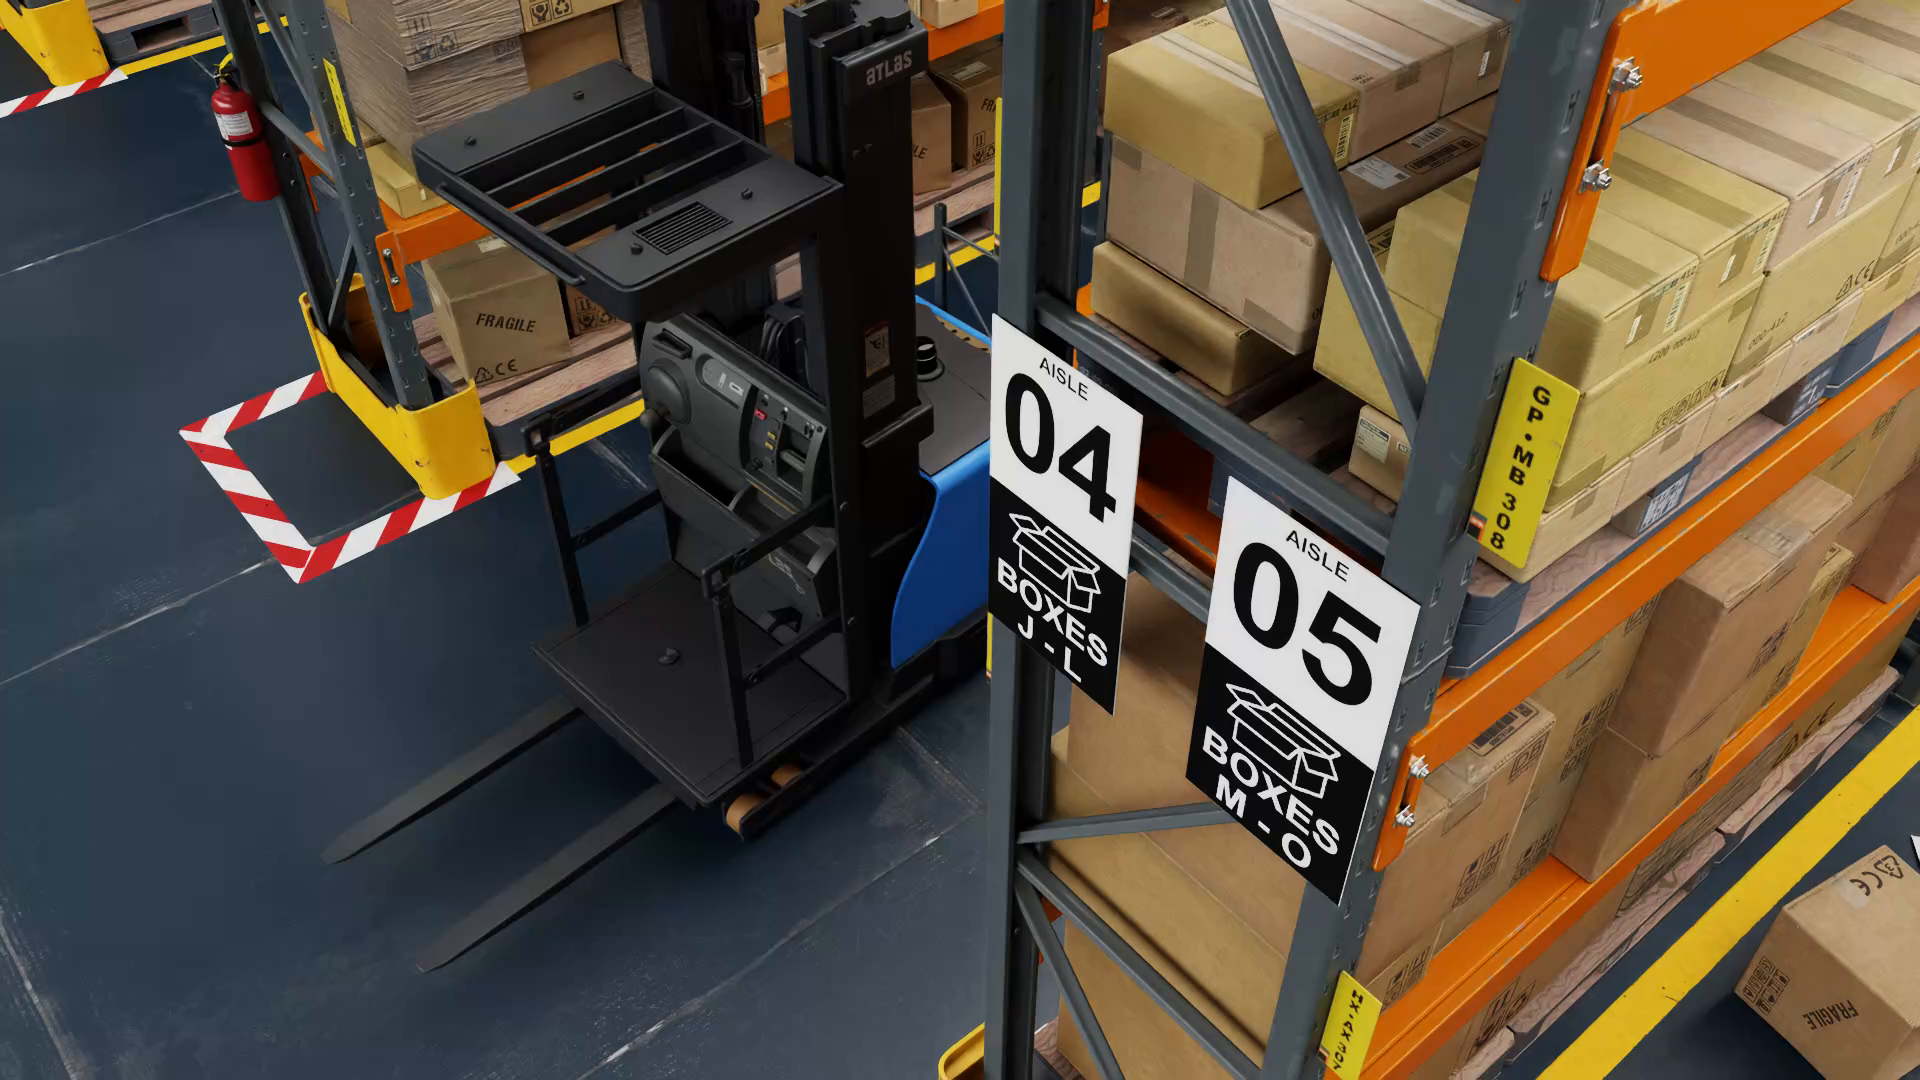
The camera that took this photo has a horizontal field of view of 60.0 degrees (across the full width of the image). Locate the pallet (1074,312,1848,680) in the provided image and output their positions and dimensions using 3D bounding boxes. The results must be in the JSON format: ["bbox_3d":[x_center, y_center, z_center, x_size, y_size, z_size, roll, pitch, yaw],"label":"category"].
[{"bbox_3d":[0.997,-0.348,3.357,1.213,0.211,1.003,-30,51,-28],"label":"pallet"}]

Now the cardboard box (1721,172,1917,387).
[{"bbox_3d":[1.358,-0.593,3.066,0.500,0.250,0.500,-30,51,-28],"label":"cardboard box"}]

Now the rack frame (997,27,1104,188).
[{"bbox_3d":[0.398,-3.362,8.692,0.127,3.000,1.000,-30,51,-28],"label":"rack frame"}]

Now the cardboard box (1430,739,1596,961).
[{"bbox_3d":[1.098,0.550,4.418,0.550,0.550,0.875,-30,51,-28],"label":"cardboard box"}]

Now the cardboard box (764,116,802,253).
[{"bbox_3d":[-0.795,-1.879,8.633,0.500,0.500,0.500,34,53,31],"label":"cardboard box"}]

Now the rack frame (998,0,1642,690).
[{"bbox_3d":[0.435,-1.143,1.947,0.127,3.000,1.000,-30,51,-28],"label":"rack frame"}]

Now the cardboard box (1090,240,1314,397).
[{"bbox_3d":[0.472,-0.471,3.227,0.250,0.149,0.380,-30,51,-28],"label":"cardboard box"}]

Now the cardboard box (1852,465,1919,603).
[{"bbox_3d":[2.820,-0.346,5.371,0.550,0.550,0.875,-30,51,-28],"label":"cardboard box"}]

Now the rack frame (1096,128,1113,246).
[{"bbox_3d":[0.802,-1.150,7.432,0.500,1.500,0.032,34,53,31],"label":"rack frame"}]

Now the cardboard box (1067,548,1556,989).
[{"bbox_3d":[0.744,0.453,3.732,0.550,0.550,0.875,-30,51,-28],"label":"cardboard box"}]

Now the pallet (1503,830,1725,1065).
[{"bbox_3d":[1.933,1.135,5.941,1.213,0.211,1.003,-30,51,-28],"label":"pallet"}]

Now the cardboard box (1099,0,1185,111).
[{"bbox_3d":[0.883,-2.869,9.672,0.500,0.500,0.700,-34,53,-31],"label":"cardboard box"}]

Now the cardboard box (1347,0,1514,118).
[{"bbox_3d":[0.865,-0.985,3.192,0.250,0.149,0.380,-29,50,-27],"label":"cardboard box"}]

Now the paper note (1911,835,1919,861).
[{"bbox_3d":[3.568,1.140,6.067,0.147,0.020,0.142,7,44,7],"label":"paper note"}]

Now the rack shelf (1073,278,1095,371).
[{"bbox_3d":[0.444,-0.772,7.293,0.538,0.185,1.000,34,53,31],"label":"rack shelf"}]

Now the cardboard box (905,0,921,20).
[{"bbox_3d":[-0.403,-2.629,8.096,0.250,0.149,0.380,-30,51,-28],"label":"cardboard box"}]

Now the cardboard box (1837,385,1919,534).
[{"bbox_3d":[2.348,-0.549,4.799,0.550,0.550,0.875,-30,51,-28],"label":"cardboard box"}]

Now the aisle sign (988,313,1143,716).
[{"bbox_3d":[0.188,-0.030,3.245,0.004,0.787,0.394,-30,51,-28],"label":"aisle sign"}]

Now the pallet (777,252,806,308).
[{"bbox_3d":[-1.031,-1.493,8.739,1.213,0.211,1.003,-30,51,-28],"label":"pallet"}]

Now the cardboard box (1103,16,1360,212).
[{"bbox_3d":[0.475,-0.764,2.956,0.250,0.149,0.380,-29,51,-28],"label":"cardboard box"}]

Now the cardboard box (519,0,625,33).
[{"bbox_3d":[-1.685,-2.429,6.678,0.500,0.500,0.500,-30,51,-28],"label":"cardboard box"}]

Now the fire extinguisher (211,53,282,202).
[{"bbox_3d":[-3.053,-1.768,7.052,0.183,0.674,0.296,-30,51,-28],"label":"fire extinguisher"}]

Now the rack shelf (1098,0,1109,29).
[{"bbox_3d":[1.932,-3.978,9.874,4.000,0.370,1.077,-30,51,-28],"label":"rack shelf"}]

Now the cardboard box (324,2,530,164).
[{"bbox_3d":[-2.230,-1.977,6.927,0.500,0.500,0.875,-30,51,-28],"label":"cardboard box"}]

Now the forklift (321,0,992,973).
[{"bbox_3d":[-0.932,-0.379,5.566,1.130,2.935,3.031,34,53,31],"label":"forklift"}]

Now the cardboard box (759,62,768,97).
[{"bbox_3d":[-1.086,-2.121,7.555,0.250,0.149,0.380,-30,51,-28],"label":"cardboard box"}]

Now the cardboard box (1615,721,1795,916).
[{"bbox_3d":[2.287,0.546,5.776,0.875,0.875,0.875,-29,51,-28],"label":"cardboard box"}]

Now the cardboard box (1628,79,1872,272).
[{"bbox_3d":[1.284,-0.639,2.824,0.250,0.149,0.380,-30,51,-28],"label":"cardboard box"}]

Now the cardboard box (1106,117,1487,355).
[{"bbox_3d":[0.631,-0.654,3.131,0.500,0.250,0.500,-29,50,-27],"label":"cardboard box"}]

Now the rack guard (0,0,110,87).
[{"bbox_3d":[-5.820,-3.353,10.508,0.348,0.500,1.175,-30,51,-28],"label":"rack guard"}]

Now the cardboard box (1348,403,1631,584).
[{"bbox_3d":[0.904,-0.129,2.863,0.250,0.149,0.380,-29,51,-28],"label":"cardboard box"}]

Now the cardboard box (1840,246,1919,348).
[{"bbox_3d":[1.678,-0.573,3.335,0.250,0.149,0.380,-30,51,-28],"label":"cardboard box"}]

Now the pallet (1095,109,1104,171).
[{"bbox_3d":[0.994,-2.688,10.012,1.213,0.211,1.003,-30,51,-28],"label":"pallet"}]

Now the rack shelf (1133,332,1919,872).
[{"bbox_3d":[1.969,-0.665,4.155,4.000,0.370,1.077,-30,51,-28],"label":"rack shelf"}]

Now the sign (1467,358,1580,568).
[{"bbox_3d":[0.786,-0.103,2.334,0.005,0.325,0.100,-30,51,-28],"label":"sign"}]

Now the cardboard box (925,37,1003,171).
[{"bbox_3d":[0.066,-2.449,9.239,0.500,0.500,0.500,-31,52,-29],"label":"cardboard box"}]

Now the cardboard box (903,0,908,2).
[{"bbox_3d":[-0.712,-2.868,7.876,0.500,0.500,0.875,-30,51,-28],"label":"cardboard box"}]

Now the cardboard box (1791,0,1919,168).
[{"bbox_3d":[1.675,-0.863,3.062,0.250,0.149,0.380,-31,51,-29],"label":"cardboard box"}]

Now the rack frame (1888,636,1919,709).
[{"bbox_3d":[3.503,-0.713,5.871,0.127,3.000,1.000,-30,51,-28],"label":"rack frame"}]

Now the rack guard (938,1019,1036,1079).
[{"bbox_3d":[0.416,1.966,4.845,0.348,0.500,1.175,-30,51,-28],"label":"rack guard"}]

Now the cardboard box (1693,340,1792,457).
[{"bbox_3d":[1.291,-0.351,3.099,0.250,0.149,0.380,-30,51,-28],"label":"cardboard box"}]

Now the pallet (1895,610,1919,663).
[{"bbox_3d":[4.047,-0.075,7.229,1.213,0.211,1.003,-30,51,-28],"label":"pallet"}]

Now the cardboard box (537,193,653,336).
[{"bbox_3d":[-1.744,-1.393,8.115,0.500,0.500,0.500,-17,46,-18],"label":"cardboard box"}]

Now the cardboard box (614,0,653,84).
[{"bbox_3d":[-1.513,-2.456,7.438,0.500,0.500,0.875,-30,51,-28],"label":"cardboard box"}]

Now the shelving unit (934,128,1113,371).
[{"bbox_3d":[0.451,-0.907,7.174,0.587,1.500,1.083,34,53,31],"label":"shelving unit"}]

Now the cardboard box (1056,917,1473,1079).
[{"bbox_3d":[0.913,1.333,4.938,0.875,0.875,0.875,-29,51,-28],"label":"cardboard box"}]

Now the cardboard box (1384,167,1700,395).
[{"bbox_3d":[0.895,-0.417,2.587,0.250,0.149,0.380,-29,50,-27],"label":"cardboard box"}]

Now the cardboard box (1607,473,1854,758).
[{"bbox_3d":[1.624,-0.011,4.226,0.550,0.550,0.875,-30,51,-28],"label":"cardboard box"}]

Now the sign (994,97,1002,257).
[{"bbox_3d":[0.097,-0.634,3.008,0.005,0.325,0.100,-30,51,-28],"label":"sign"}]

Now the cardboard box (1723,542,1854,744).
[{"bbox_3d":[1.988,0.115,4.880,0.500,0.550,0.875,-30,51,-28],"label":"cardboard box"}]
